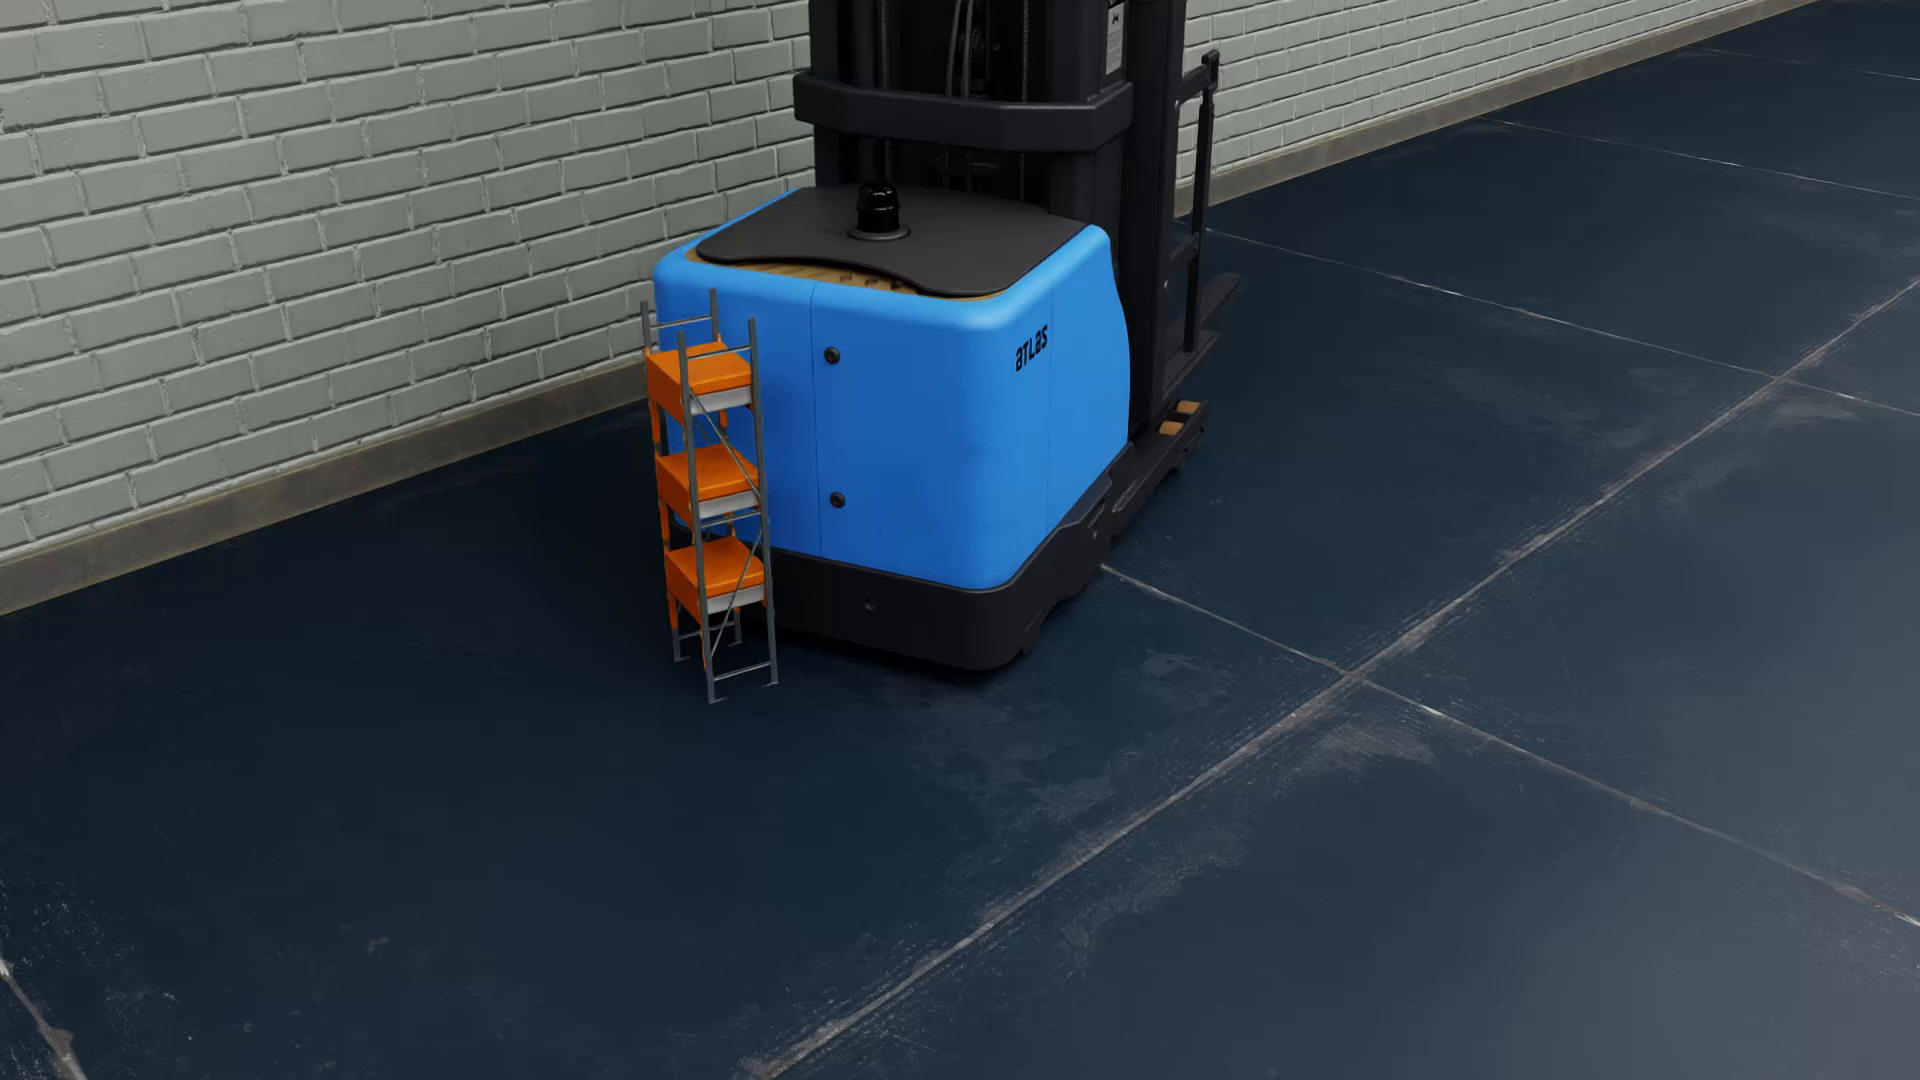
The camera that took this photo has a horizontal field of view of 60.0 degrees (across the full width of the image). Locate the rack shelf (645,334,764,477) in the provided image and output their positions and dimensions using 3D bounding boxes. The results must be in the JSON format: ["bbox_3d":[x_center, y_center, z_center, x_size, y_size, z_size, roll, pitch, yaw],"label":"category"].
[{"bbox_3d":[-0.643,-0.342,4.186,0.215,0.259,0.240,-15,31,-26],"label":"rack shelf"}]

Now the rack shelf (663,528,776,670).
[{"bbox_3d":[-0.642,0.155,4.447,0.215,0.259,0.240,-15,31,-26],"label":"rack shelf"}]

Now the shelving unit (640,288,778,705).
[{"bbox_3d":[-0.643,-0.101,4.313,0.215,1.050,0.252,-15,31,-26],"label":"shelving unit"}]

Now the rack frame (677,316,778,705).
[{"bbox_3d":[-0.581,-0.051,4.219,0.200,1.050,0.008,-15,31,-26],"label":"rack frame"}]

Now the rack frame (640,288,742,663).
[{"bbox_3d":[-0.704,-0.150,4.406,0.200,1.050,0.008,-15,31,-26],"label":"rack frame"}]

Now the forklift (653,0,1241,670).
[{"bbox_3d":[0.235,-1.613,5.167,1.130,2.935,3.031,12,30,21],"label":"forklift"}]

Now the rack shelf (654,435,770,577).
[{"bbox_3d":[-0.643,-0.091,4.318,0.215,0.259,0.240,-15,31,-26],"label":"rack shelf"}]
